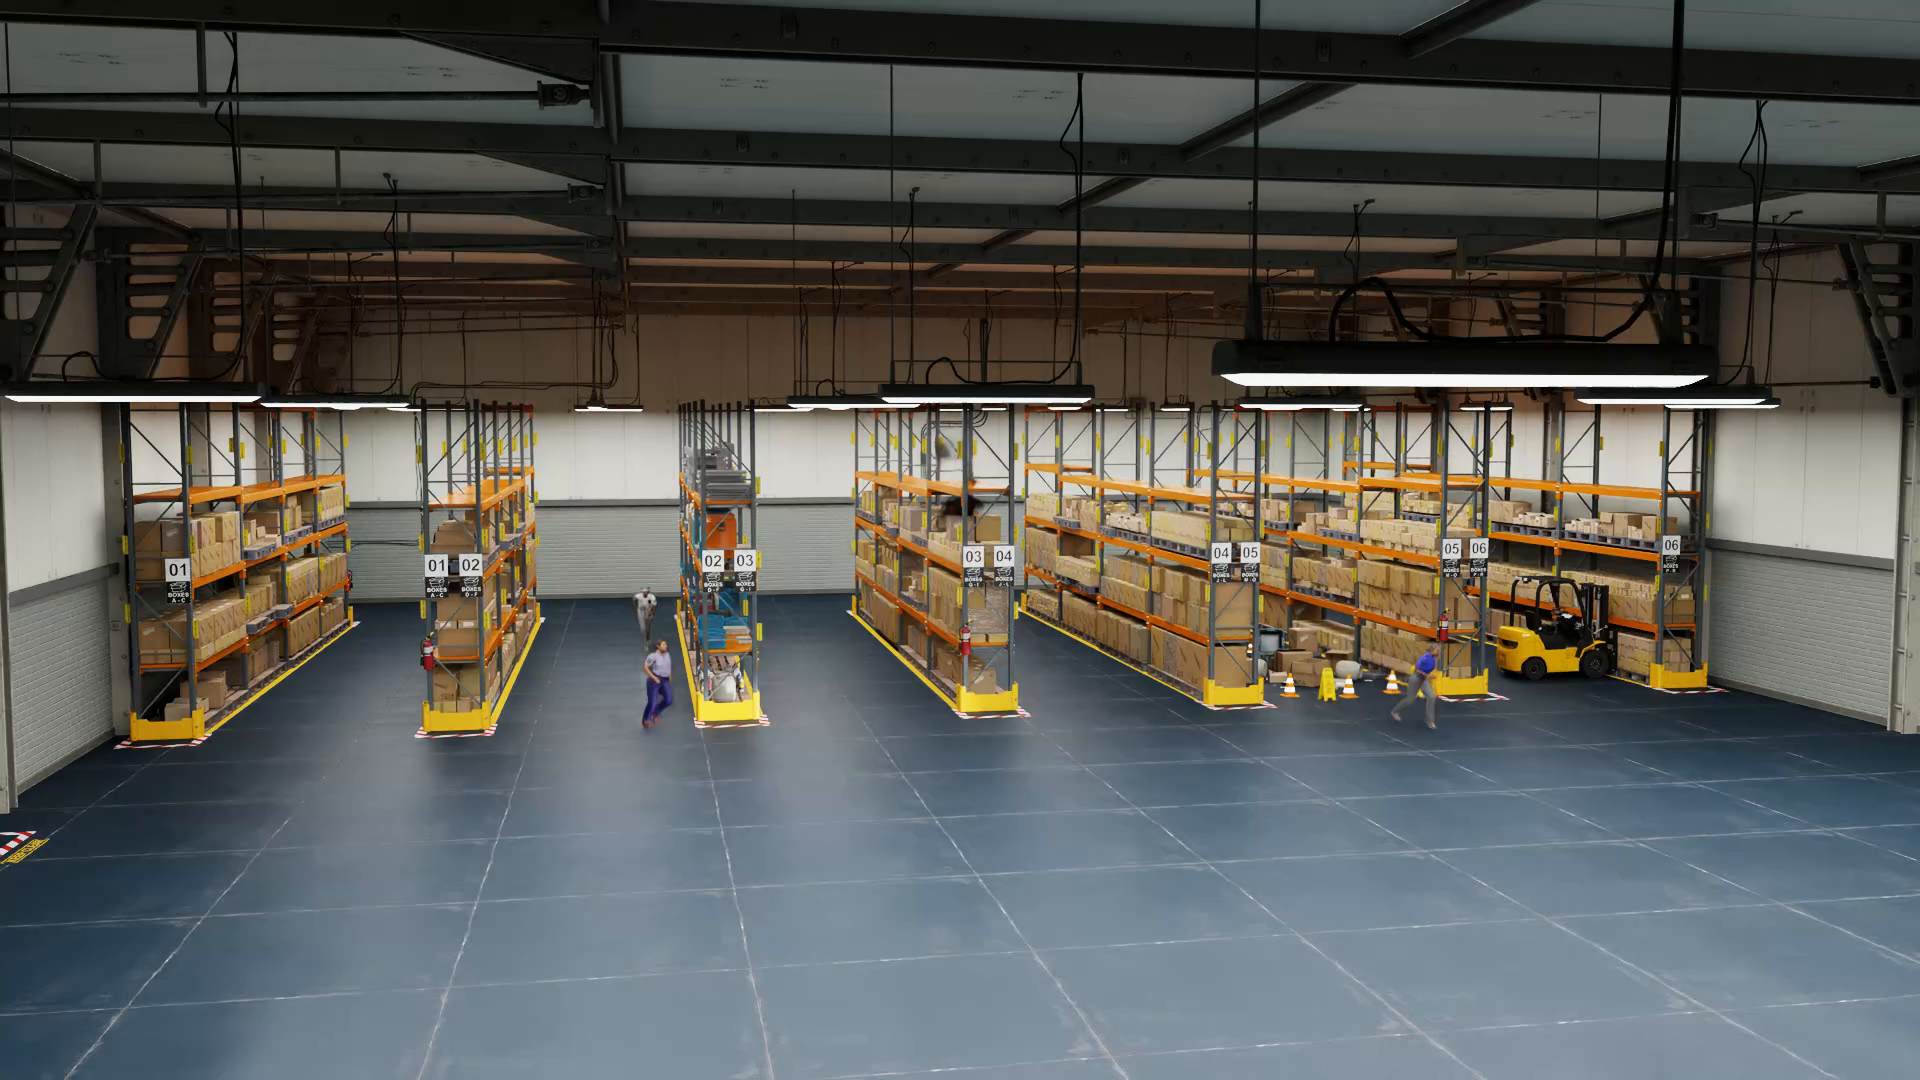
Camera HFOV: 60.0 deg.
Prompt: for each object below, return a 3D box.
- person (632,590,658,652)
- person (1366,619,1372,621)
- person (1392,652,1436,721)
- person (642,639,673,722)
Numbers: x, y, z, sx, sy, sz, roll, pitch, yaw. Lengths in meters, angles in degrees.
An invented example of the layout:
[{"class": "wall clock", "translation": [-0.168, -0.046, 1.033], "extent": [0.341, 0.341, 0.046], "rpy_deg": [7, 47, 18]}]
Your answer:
[{"class": "person", "translation": [-7.716, 1.899, 40.593], "extent": [0.525, 1.615, 0.977], "rpy_deg": [0, 4, -5]}, {"class": "person", "translation": [10.822, 1.580, 43.950], "extent": [0.619, 1.658, 0.516], "rpy_deg": [-2, 5, -22]}, {"class": "person", "translation": [8.361, 2.656, 30.612], "extent": [0.827, 1.283, 0.572], "rpy_deg": [4, 6, 43]}, {"class": "person", "translation": [-5.497, 2.584, 30.577], "extent": [0.662, 1.511, 0.531], "rpy_deg": [-4, 6, -45]}]
